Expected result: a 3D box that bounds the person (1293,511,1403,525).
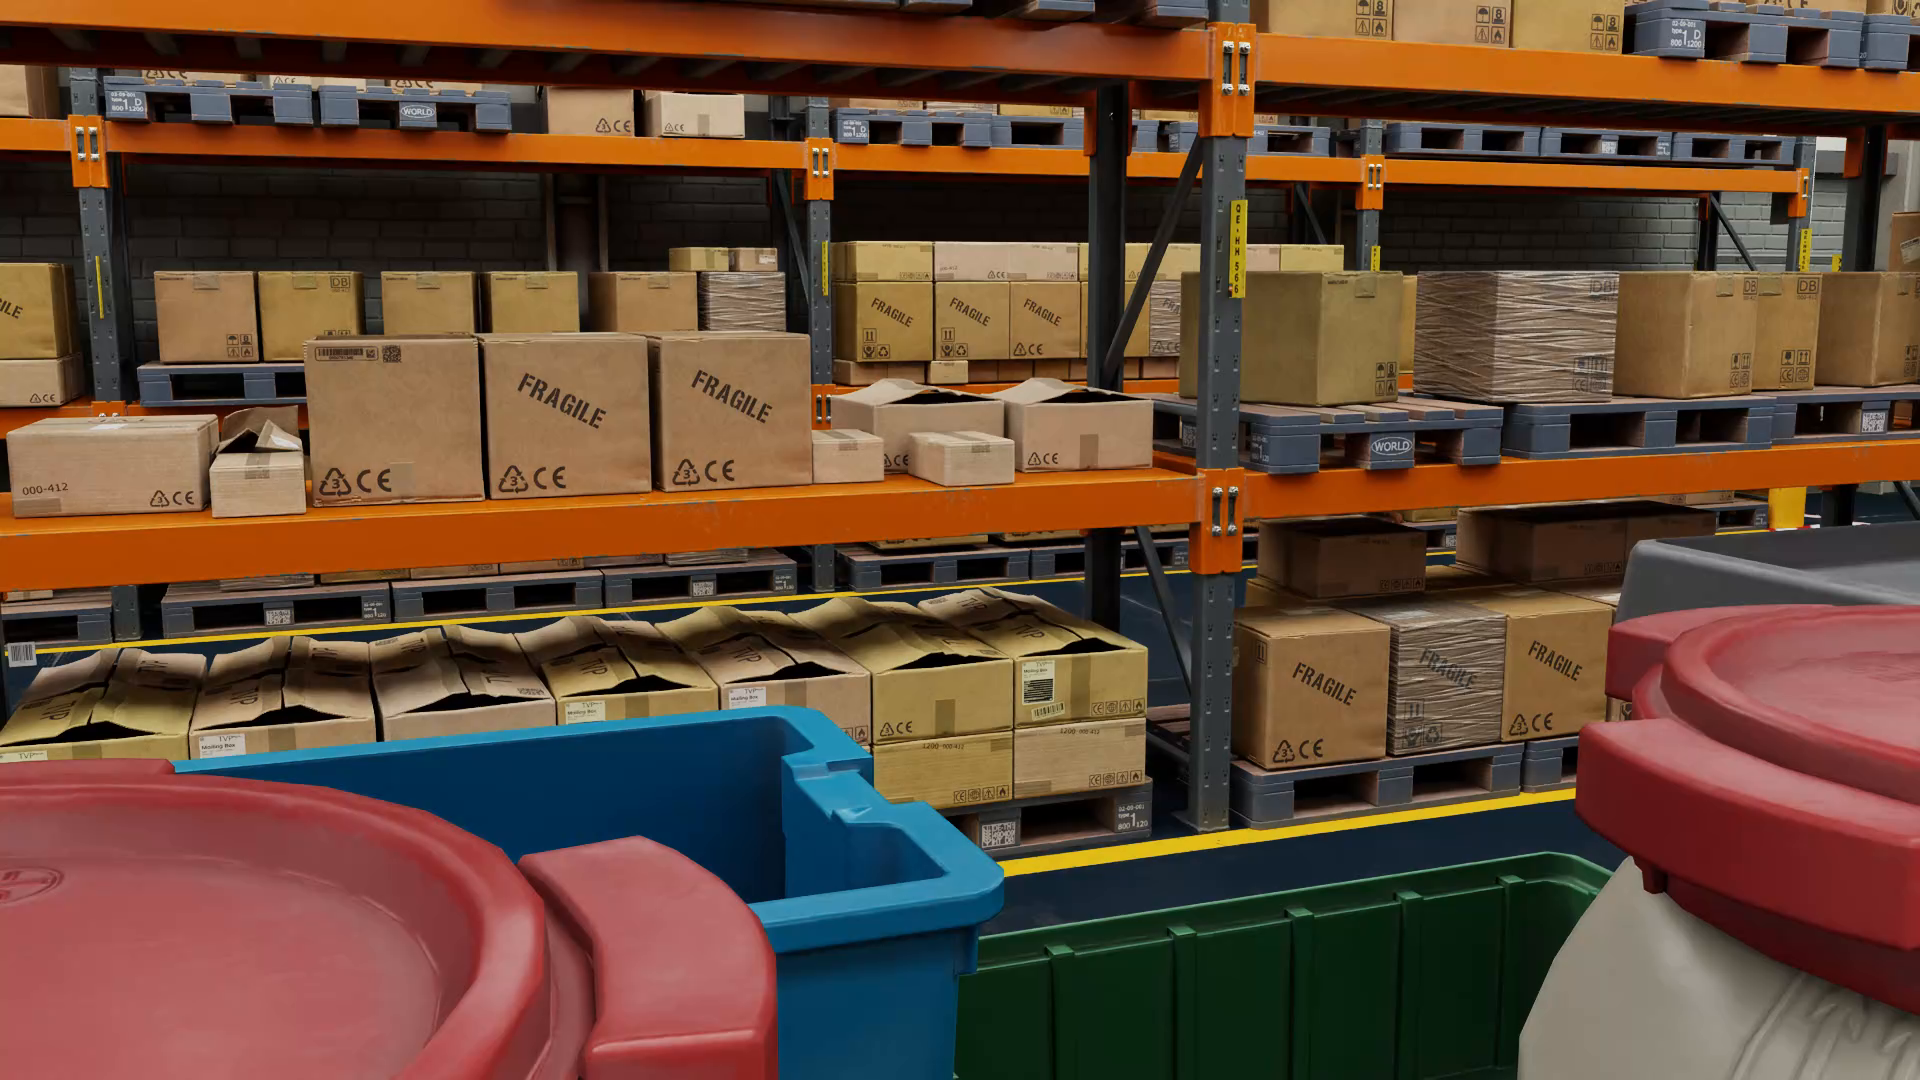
[{"bbox_3d":[1.944,-0.158,8.349,1.116,1.601,0.460,-3,9,-17],"label":"person"}]
